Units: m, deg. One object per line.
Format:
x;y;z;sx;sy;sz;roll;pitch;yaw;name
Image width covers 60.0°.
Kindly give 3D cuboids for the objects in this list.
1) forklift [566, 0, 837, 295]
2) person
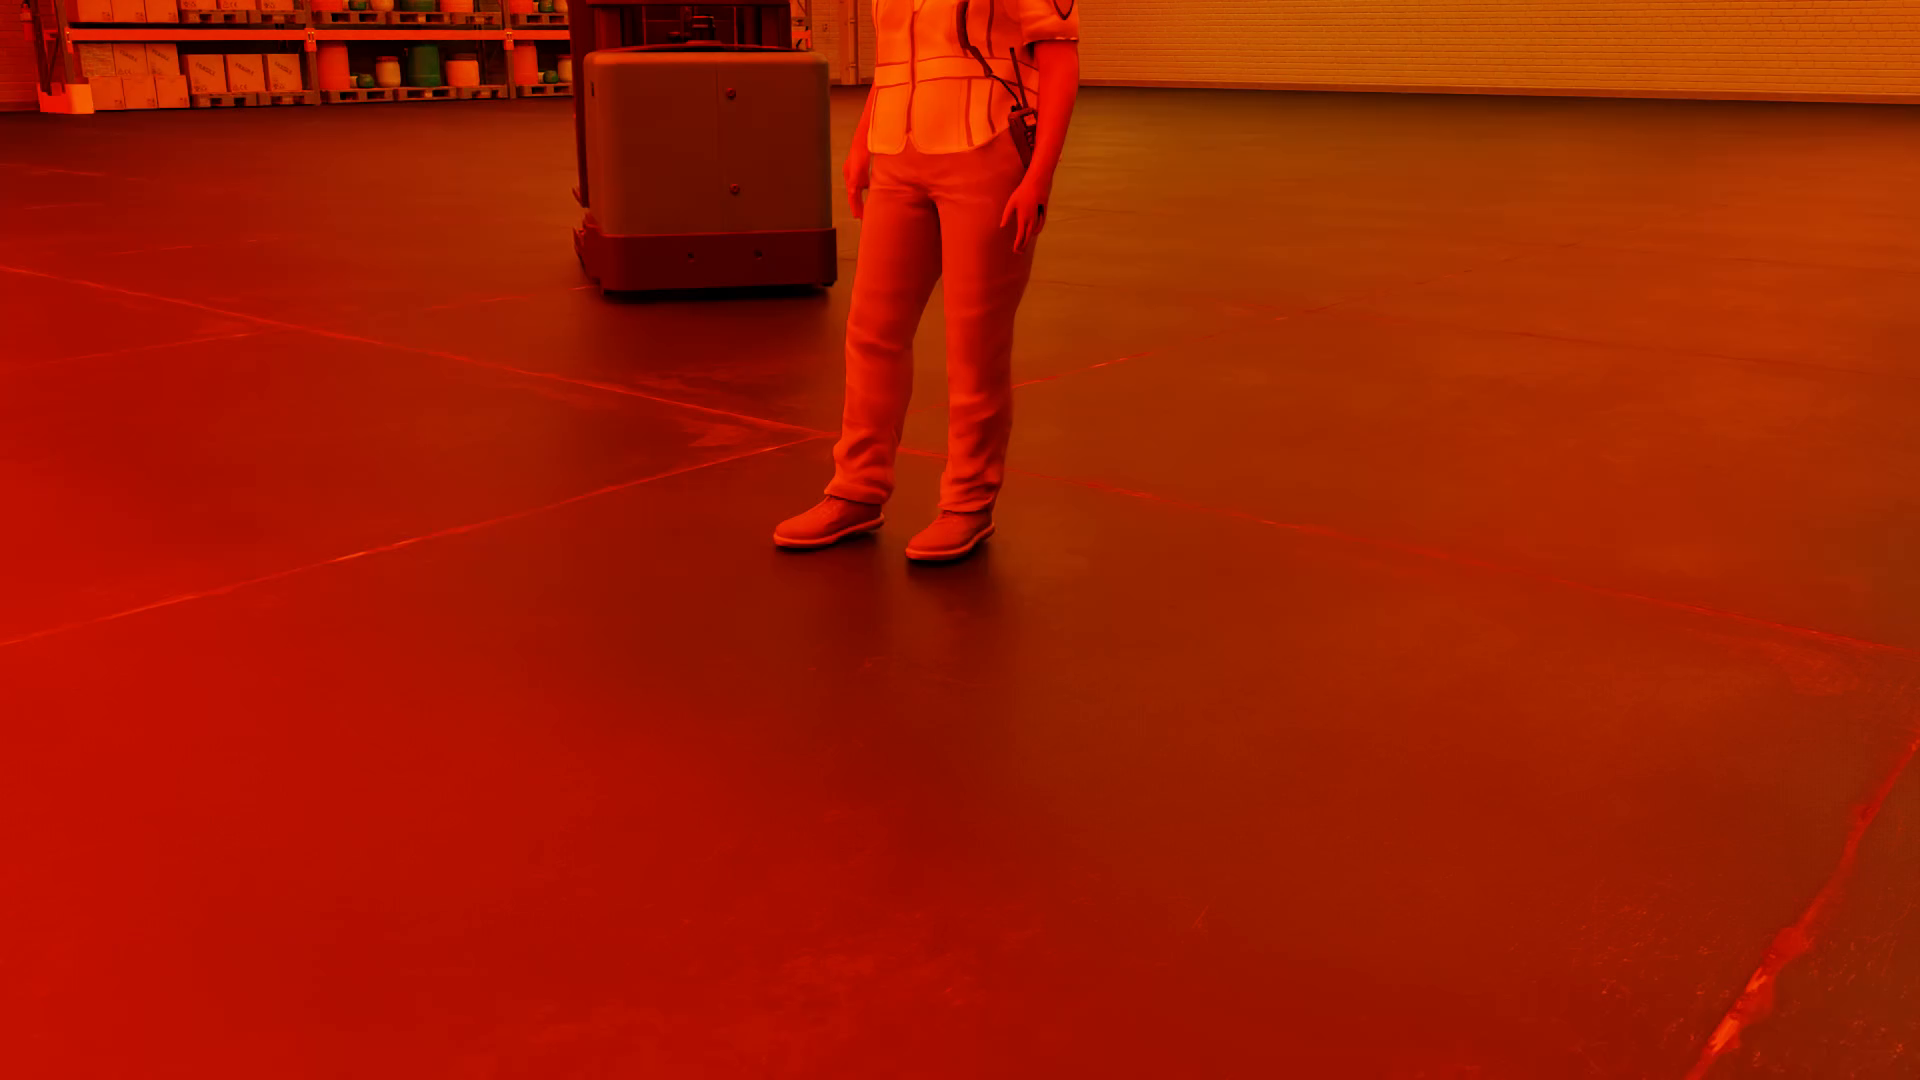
-1.449;-2.882;8.388;1.130;2.935;3.031;-5;17;-15;forklift
-0.067;-0.791;3.655;0.598;1.670;0.529;13;21;37;person
